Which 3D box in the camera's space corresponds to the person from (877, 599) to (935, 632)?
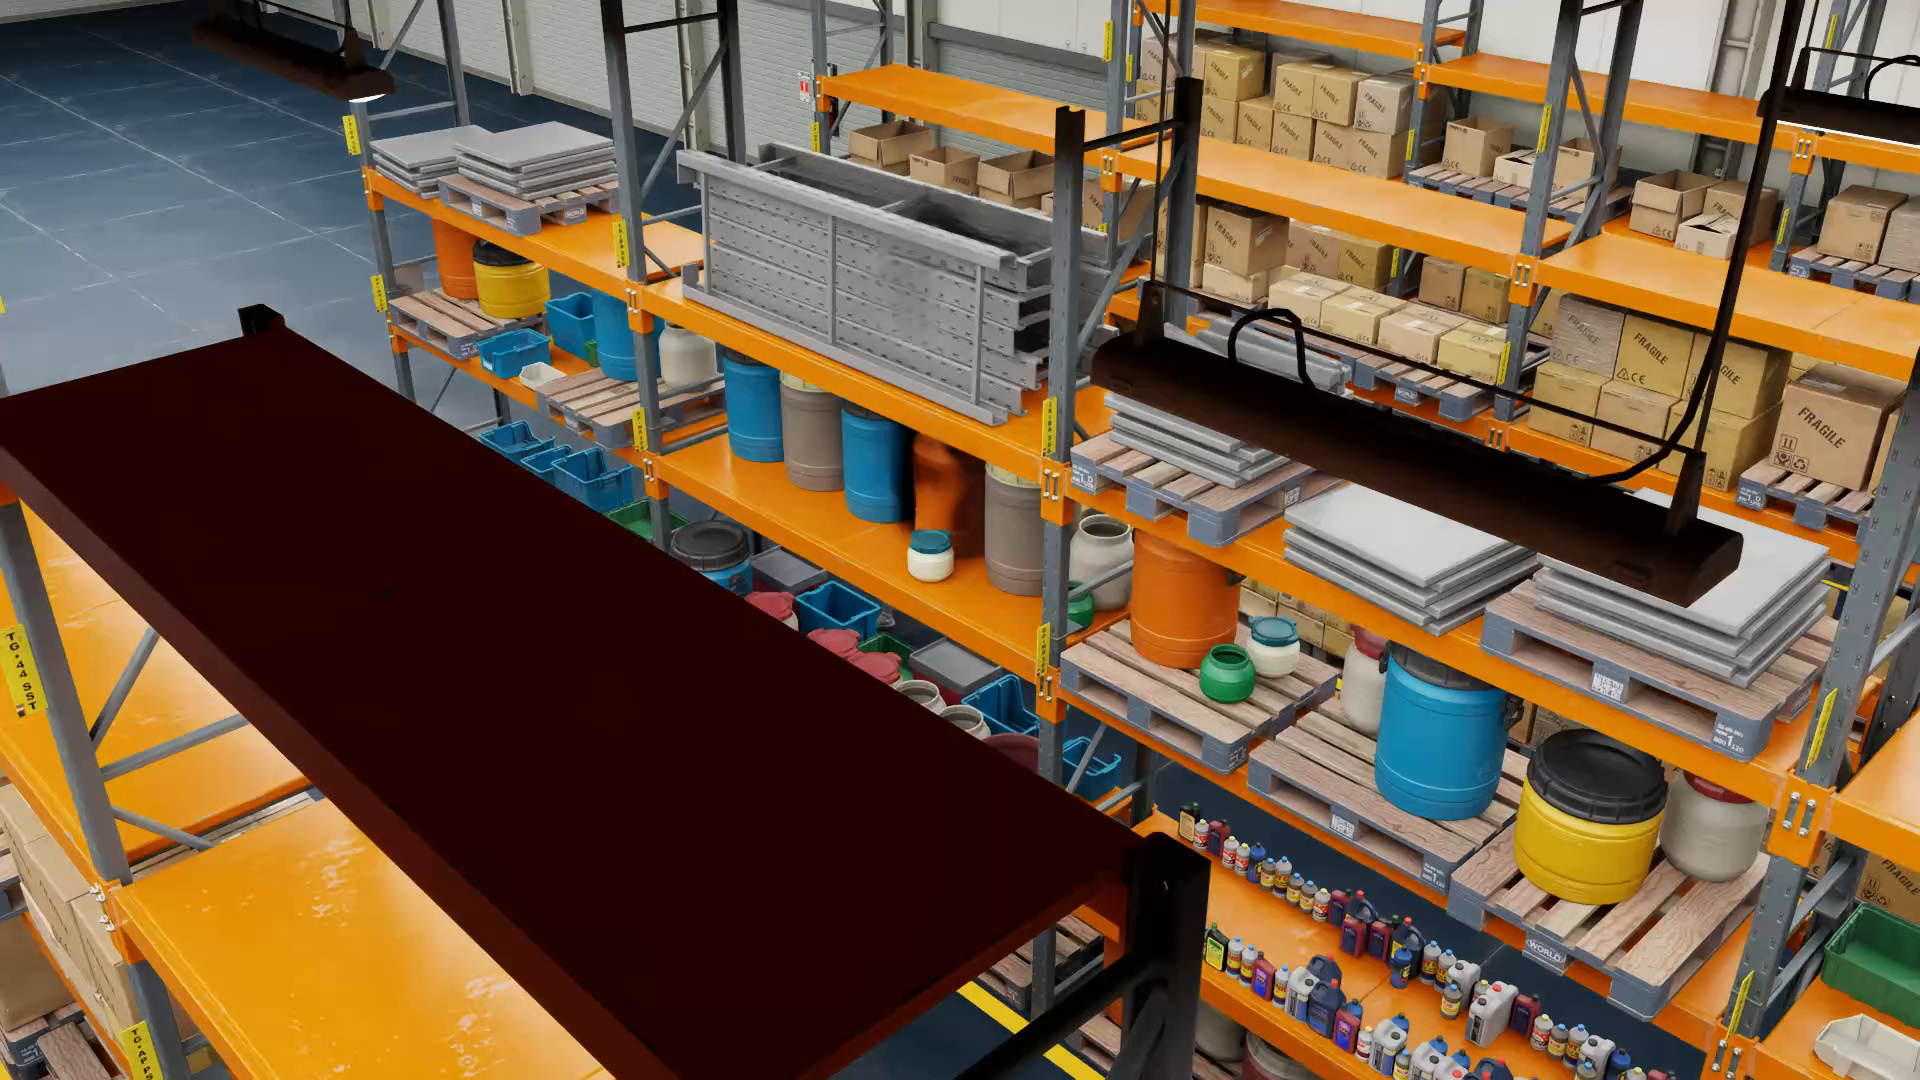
[{"bbox_3d":[-0.476,0.108,14.941,0.847,1.644,0.601,12,30,20],"label":"person"}]
